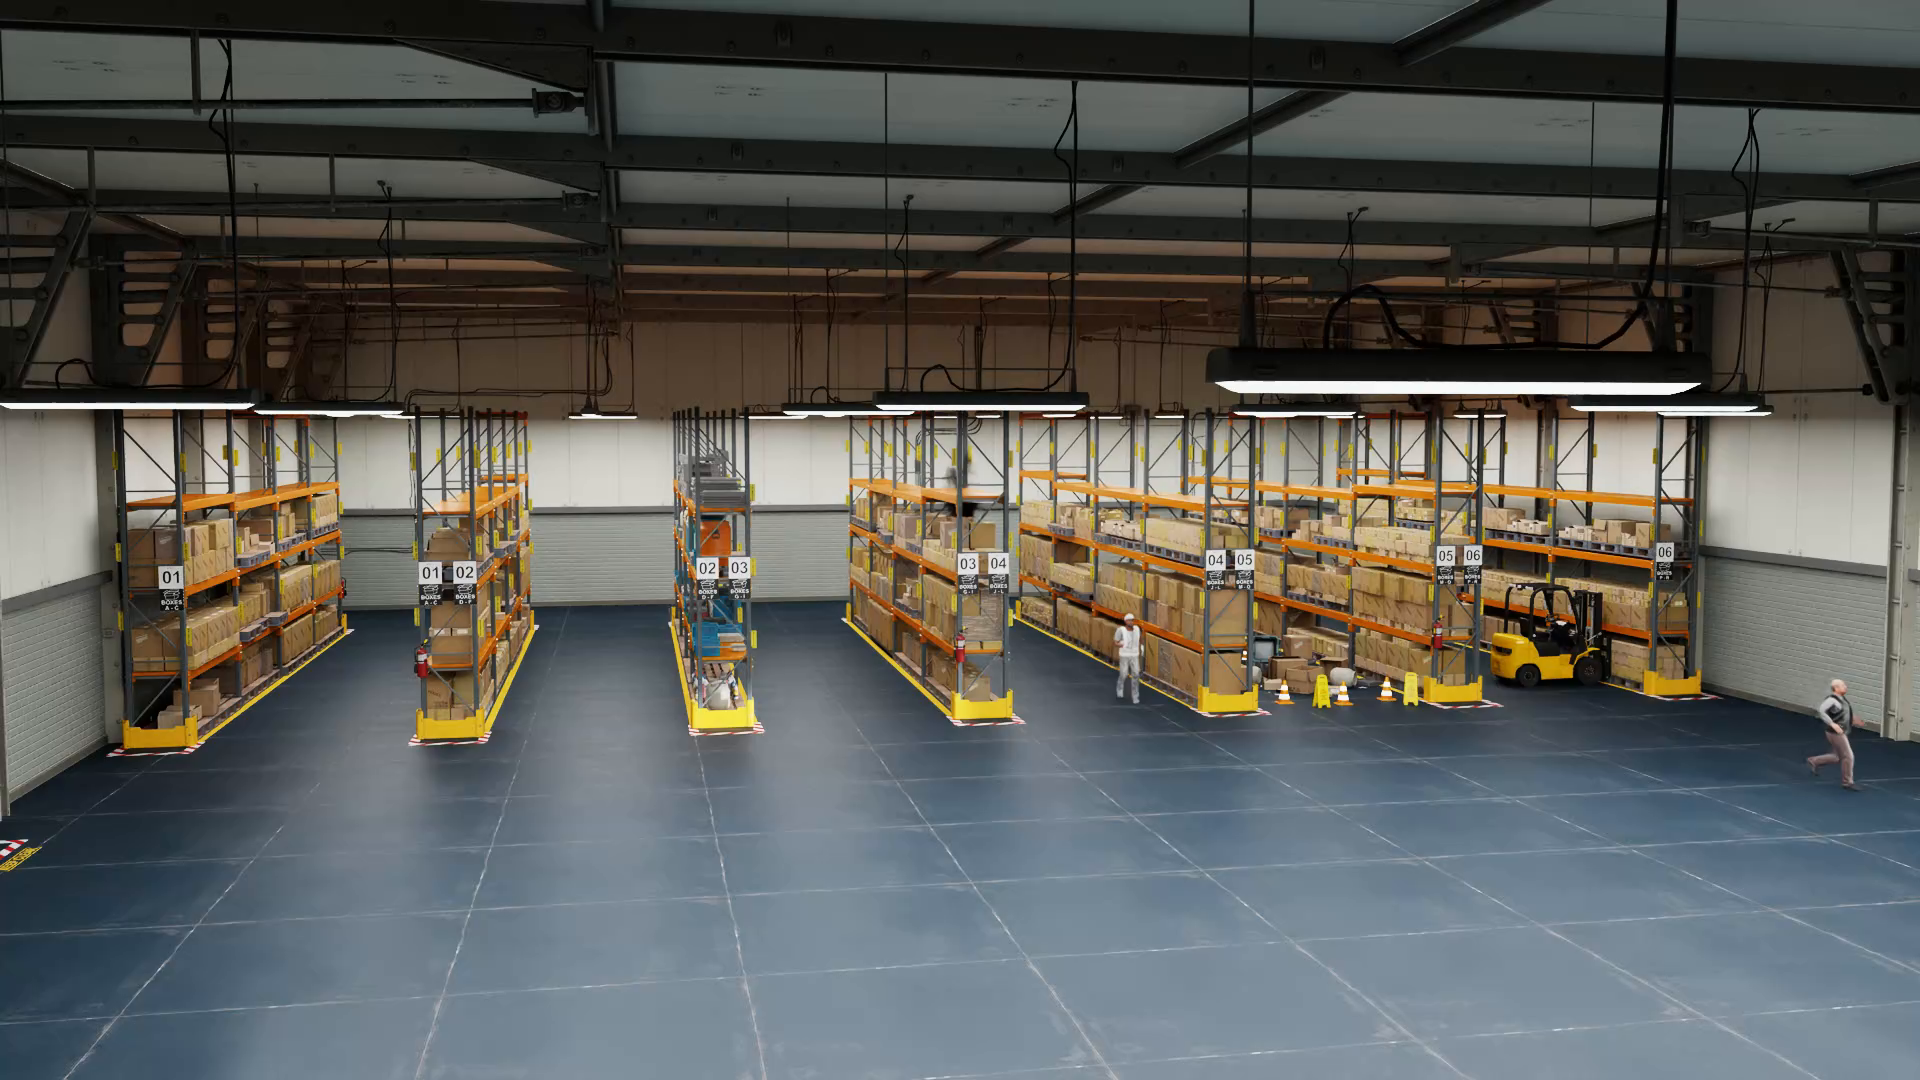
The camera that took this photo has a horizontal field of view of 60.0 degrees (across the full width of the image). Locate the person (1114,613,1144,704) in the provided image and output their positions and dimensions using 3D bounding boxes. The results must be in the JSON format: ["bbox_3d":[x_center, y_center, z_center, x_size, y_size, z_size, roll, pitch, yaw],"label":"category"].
[{"bbox_3d":[3.457,2.421,34.042,0.703,1.857,0.786,-1,4,-14],"label":"person"}]

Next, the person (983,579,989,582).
[{"bbox_3d":[0.579,1.522,47.636,0.608,1.628,0.855,1,4,12],"label":"person"}]

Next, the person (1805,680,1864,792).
[{"bbox_3d":[13.673,3.033,25.980,0.880,1.721,0.662,4,5,41],"label":"person"}]
